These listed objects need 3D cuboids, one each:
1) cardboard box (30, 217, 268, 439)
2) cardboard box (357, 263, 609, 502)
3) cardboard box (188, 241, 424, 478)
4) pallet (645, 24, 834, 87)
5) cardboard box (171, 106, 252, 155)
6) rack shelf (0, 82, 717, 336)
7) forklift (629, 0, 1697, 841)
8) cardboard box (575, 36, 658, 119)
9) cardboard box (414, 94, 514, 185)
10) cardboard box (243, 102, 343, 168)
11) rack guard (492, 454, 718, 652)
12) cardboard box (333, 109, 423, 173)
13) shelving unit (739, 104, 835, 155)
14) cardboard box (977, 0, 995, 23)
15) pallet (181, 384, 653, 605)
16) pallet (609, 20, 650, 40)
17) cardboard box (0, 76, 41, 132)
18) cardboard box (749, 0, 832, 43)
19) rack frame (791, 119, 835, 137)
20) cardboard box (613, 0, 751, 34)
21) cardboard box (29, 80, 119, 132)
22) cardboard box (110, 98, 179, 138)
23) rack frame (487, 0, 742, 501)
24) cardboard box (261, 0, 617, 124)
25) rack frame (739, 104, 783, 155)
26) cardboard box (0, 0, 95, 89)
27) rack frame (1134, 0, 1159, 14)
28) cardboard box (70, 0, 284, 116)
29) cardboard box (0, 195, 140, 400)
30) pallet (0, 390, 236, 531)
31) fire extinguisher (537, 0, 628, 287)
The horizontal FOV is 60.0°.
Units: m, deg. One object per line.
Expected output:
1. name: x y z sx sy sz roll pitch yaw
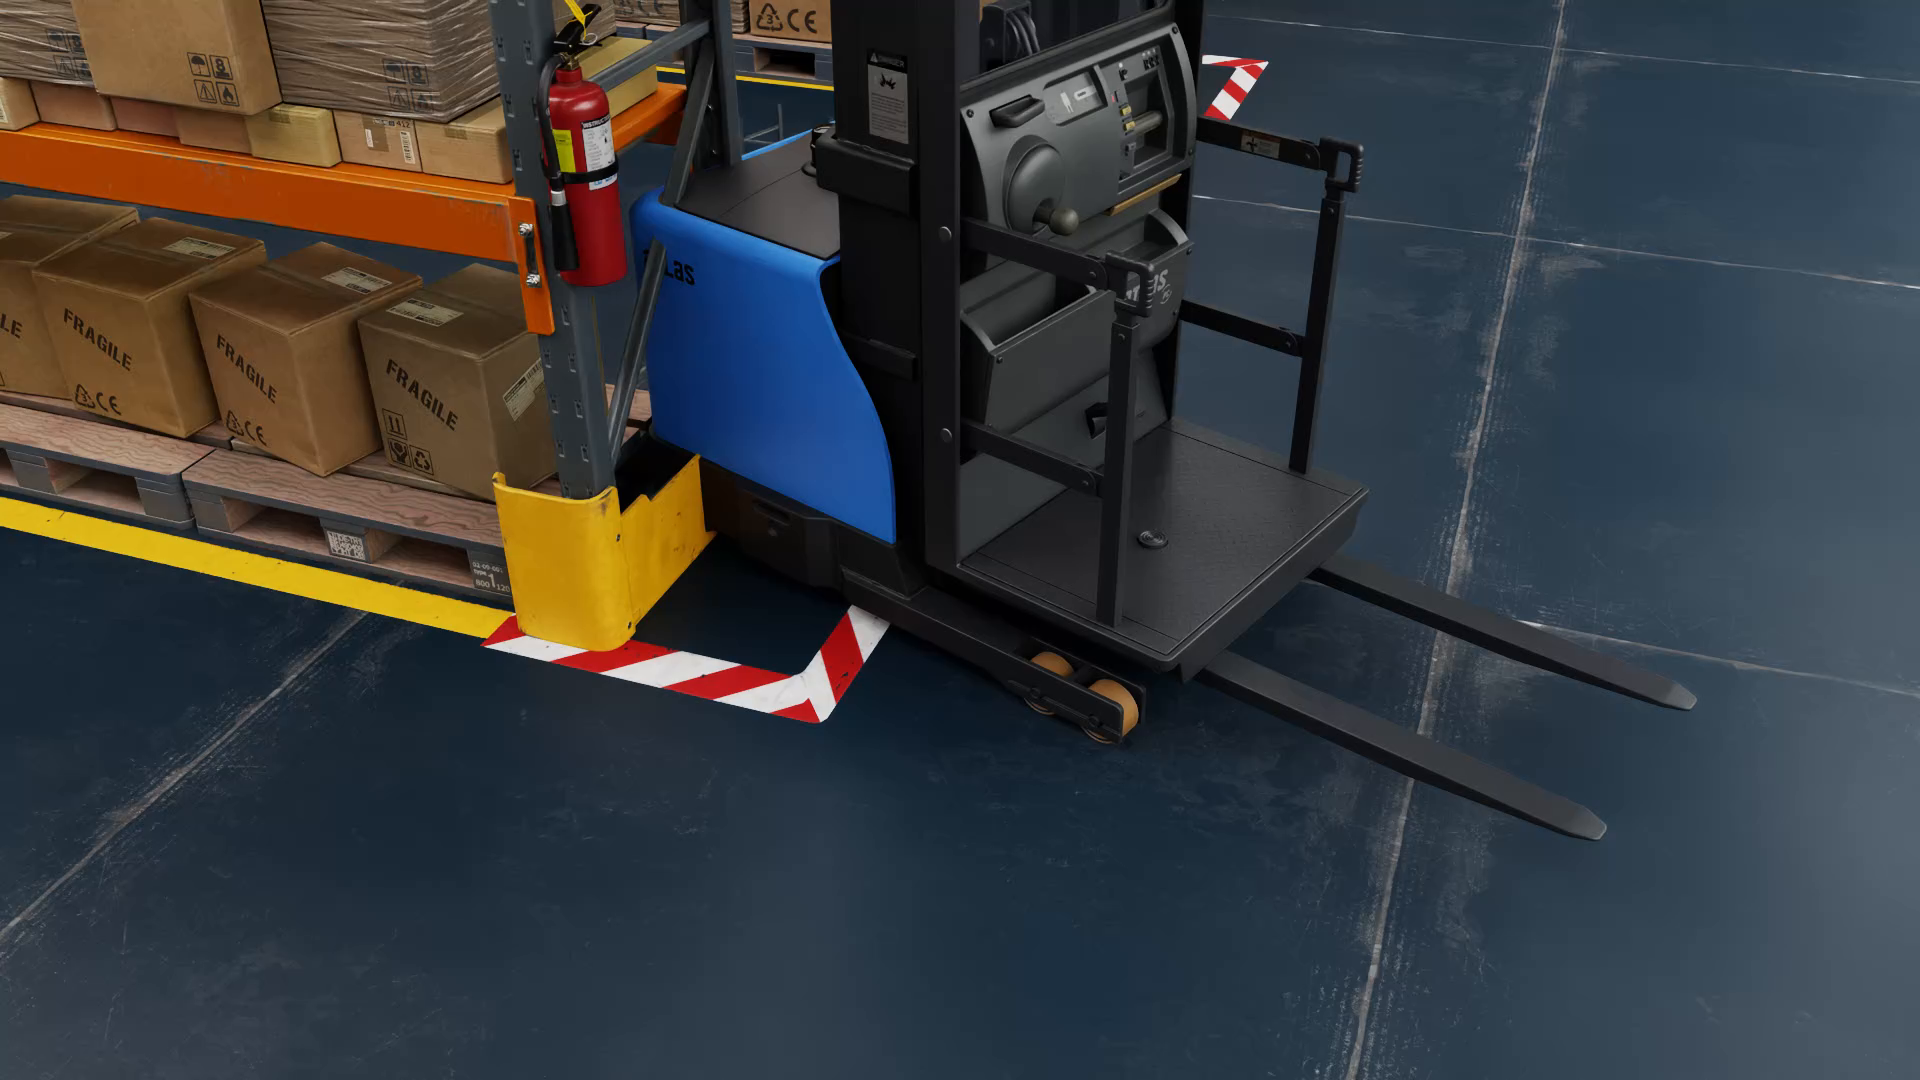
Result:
1. cardboard box: -2.620 -0.712 5.504 0.500 0.500 0.500 14 35 21
2. cardboard box: -1.462 -0.495 5.169 0.500 0.500 0.500 18 37 25
3. cardboard box: -2.037 -0.587 5.312 0.500 0.500 0.500 21 38 29
4. pallet: -1.035 -2.920 9.577 1.213 0.211 1.003 11 34 16
5. cardboard box: -1.936 -1.207 4.585 0.250 0.149 0.380 11 34 16
6. rack shelf: -2.763 -1.310 5.177 4.000 0.370 1.077 11 34 16
7. forklift: 0.485 -1.018 4.125 3.031 2.935 1.130 24 40 32
8. cardboard box: -1.068 -1.315 4.752 0.250 0.149 0.380 11 34 16
9. cardboard box: -1.218 -1.088 4.401 0.250 0.149 0.380 11 34 16
10. cardboard box: -1.706 -1.153 4.502 0.250 0.149 0.380 11 34 16
11. rack guard: -0.952 -0.210 5.115 0.348 0.500 1.175 11 34 16
12. cardboard box: -1.453 -1.134 4.472 0.250 0.149 0.380 11 34 16
13. shelving unit: -0.571 -0.938 5.735 0.252 1.050 0.215 24 40 32
14. cardboard box: 0.228 -3.135 8.911 0.875 0.875 0.875 11 35 17
15. pallet: -1.705 -0.256 5.451 1.213 0.211 1.003 11 34 16
16. pallet: -2.188 -3.142 9.922 1.213 0.211 1.003 11 34 16
17. cardboard box: -2.666 -1.308 4.743 0.250 0.149 0.380 11 34 16
18. cardboard box: -0.601 -3.295 9.159 0.875 0.875 0.875 10 34 16
19. rack frame: -0.476 -0.896 5.670 0.008 1.050 0.200 24 40 32
20. cardboard box: -1.459 -3.462 9.419 0.875 0.875 0.875 11 35 17
21. cardboard box: -2.400 -1.308 4.742 0.250 0.149 0.380 11 34 16
22. cardboard box: -2.157 -1.274 4.689 0.250 0.149 0.380 11 34 16
23. rack frame: -0.880 -1.246 4.415 0.127 3.000 1.000 11 34 16
24. cardboard box: -1.389 -1.528 4.485 0.500 0.500 0.875 11 34 16
25. rack frame: -0.666 -0.980 5.799 0.008 1.050 0.200 24 40 32
26. cardboard box: -2.356 -1.672 4.708 0.500 0.500 0.875 11 34 16
27. rack frame: 0.888 -3.761 8.309 0.127 3.000 1.000 11 34 16
28. cardboard box: -1.900 -1.558 4.532 0.500 0.500 0.875 11 34 16
29. cardboard box: -3.130 -0.837 5.698 0.500 0.500 0.500 8 34 12
30. pallet: -2.849 -0.480 5.798 1.213 0.211 1.003 11 34 16
31. fire extinguisher: -0.928 -0.958 4.039 0.183 0.674 0.296 11 34 16
